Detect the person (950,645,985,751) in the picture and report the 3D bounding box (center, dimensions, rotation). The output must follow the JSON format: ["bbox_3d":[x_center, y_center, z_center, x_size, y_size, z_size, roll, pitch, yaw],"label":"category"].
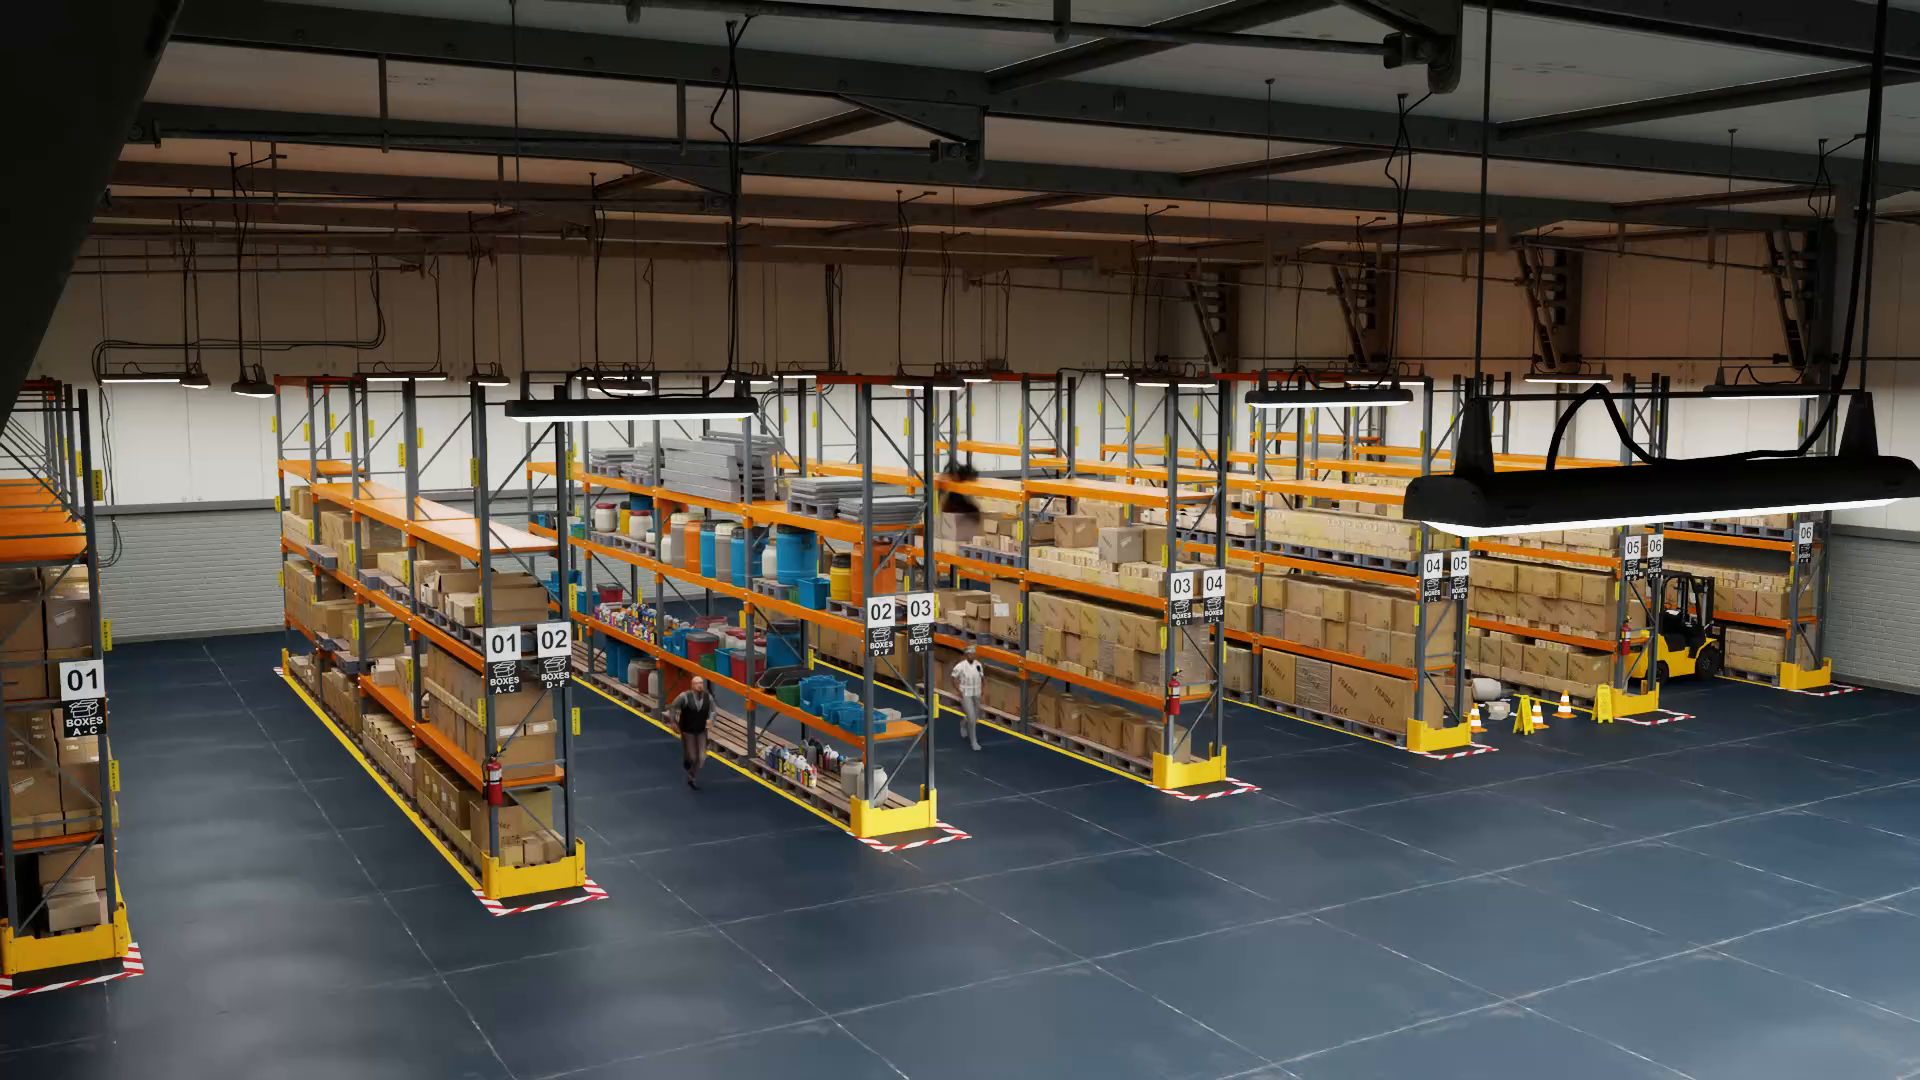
[{"bbox_3d":[0.153,2.538,27.124,0.587,1.684,0.780,-3,7,-27],"label":"person"}]

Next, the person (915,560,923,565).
[{"bbox_3d":[-0.998,1.275,38.849,0.638,1.652,0.580,-3,7,-24],"label":"person"}]

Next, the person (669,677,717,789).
[{"bbox_3d":[-3.923,2.836,24.553,0.693,1.678,0.681,-3,7,-24],"label":"person"}]
